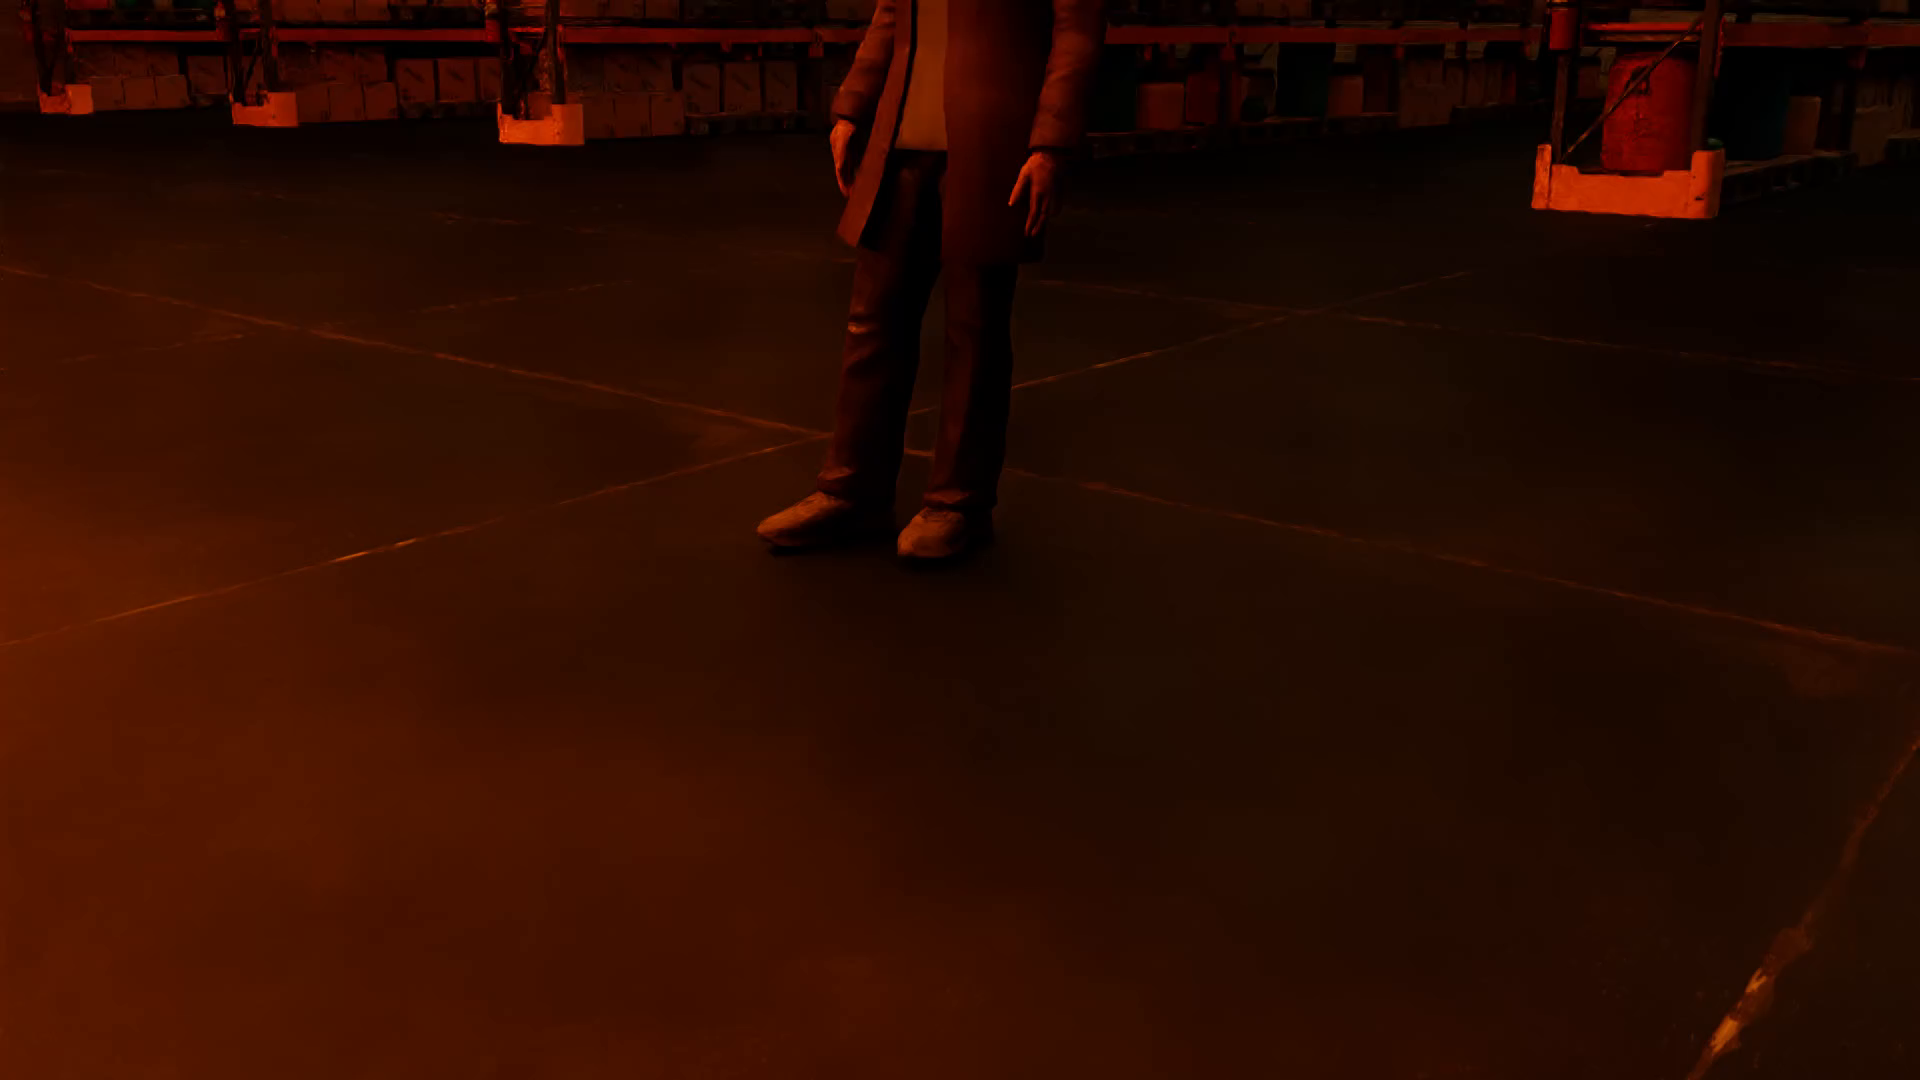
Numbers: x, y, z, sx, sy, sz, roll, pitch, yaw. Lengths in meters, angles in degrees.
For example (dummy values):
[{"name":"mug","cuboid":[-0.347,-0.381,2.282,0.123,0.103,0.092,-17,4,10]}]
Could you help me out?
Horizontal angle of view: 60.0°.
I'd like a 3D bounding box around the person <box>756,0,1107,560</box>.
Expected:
[{"name":"person","cuboid":[-0.062,-0.838,3.617,0.694,1.776,0.580,13,21,37]}]
